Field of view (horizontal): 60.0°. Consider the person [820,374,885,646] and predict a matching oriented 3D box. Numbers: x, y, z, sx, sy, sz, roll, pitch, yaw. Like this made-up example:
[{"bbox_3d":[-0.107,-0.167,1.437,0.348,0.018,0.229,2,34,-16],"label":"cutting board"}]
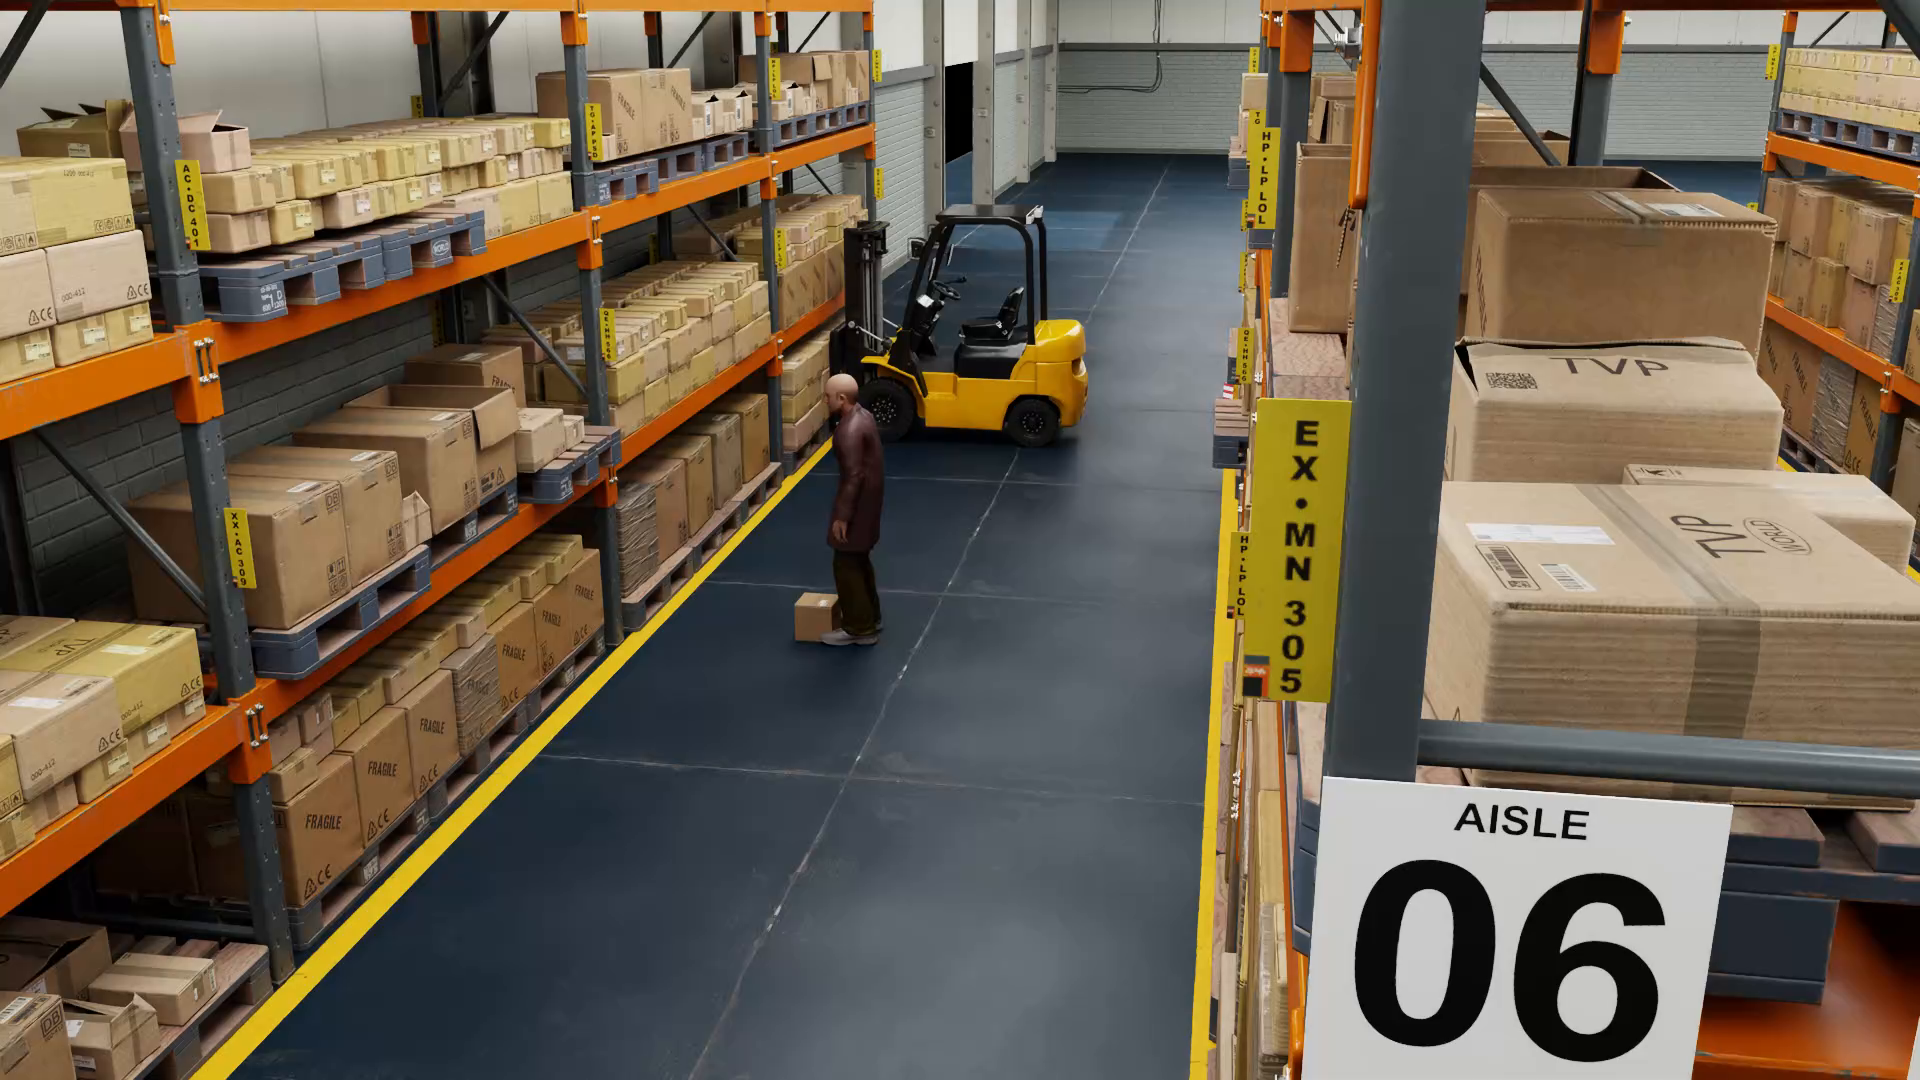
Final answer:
[{"bbox_3d":[-0.693,-0.200,10.706,0.422,1.774,0.653,2,18,6],"label":"person"}]
